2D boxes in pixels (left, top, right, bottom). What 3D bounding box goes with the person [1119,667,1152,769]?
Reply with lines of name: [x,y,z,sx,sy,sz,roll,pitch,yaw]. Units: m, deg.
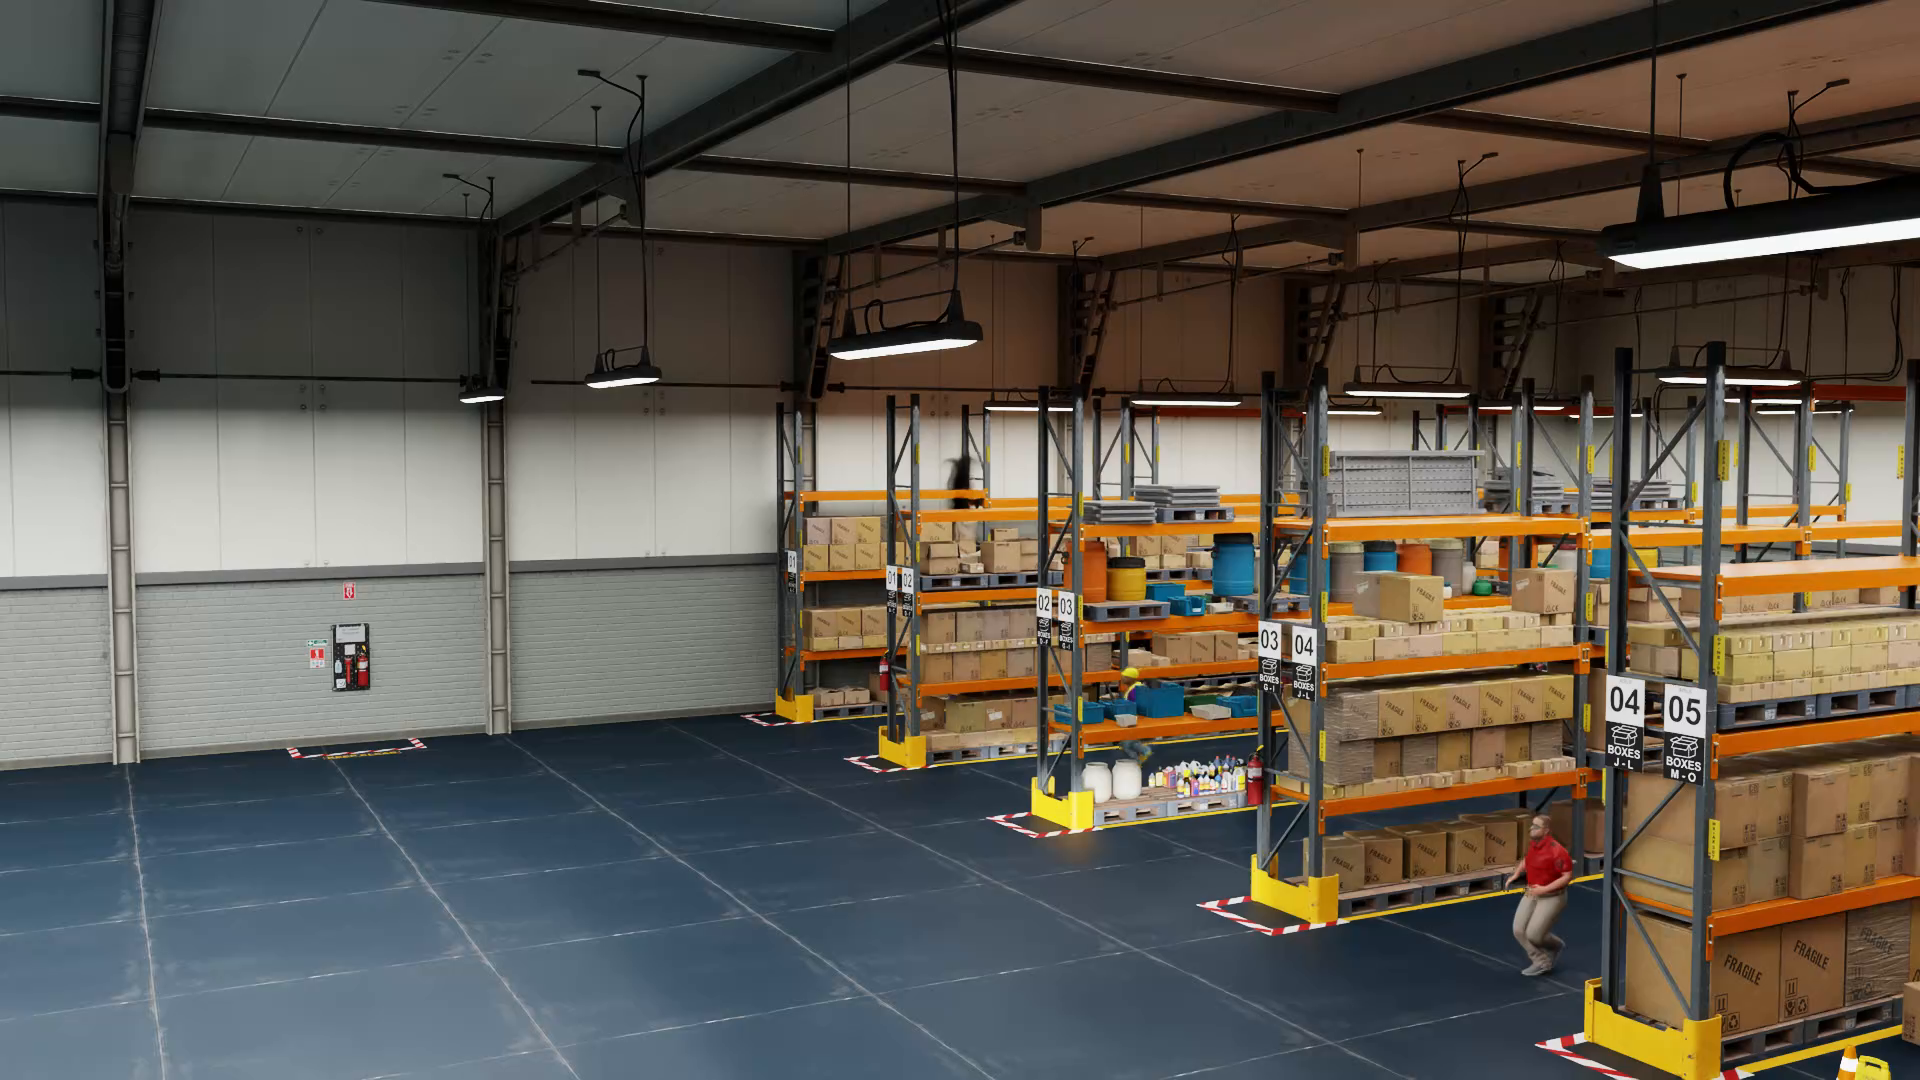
person: [2.816,2.856,26.455,0.637,1.688,0.814,-1,3,-15]

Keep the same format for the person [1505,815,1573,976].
person: [5.663,3.460,16.123,0.516,1.635,0.744,-2,4,-26]

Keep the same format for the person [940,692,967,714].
person: [0.019,2.755,29.678,0.891,1.482,0.614,-1,3,-15]

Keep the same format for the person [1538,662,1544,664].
person: [13.599,2.213,38.174,0.617,1.615,0.580,0,3,-4]
